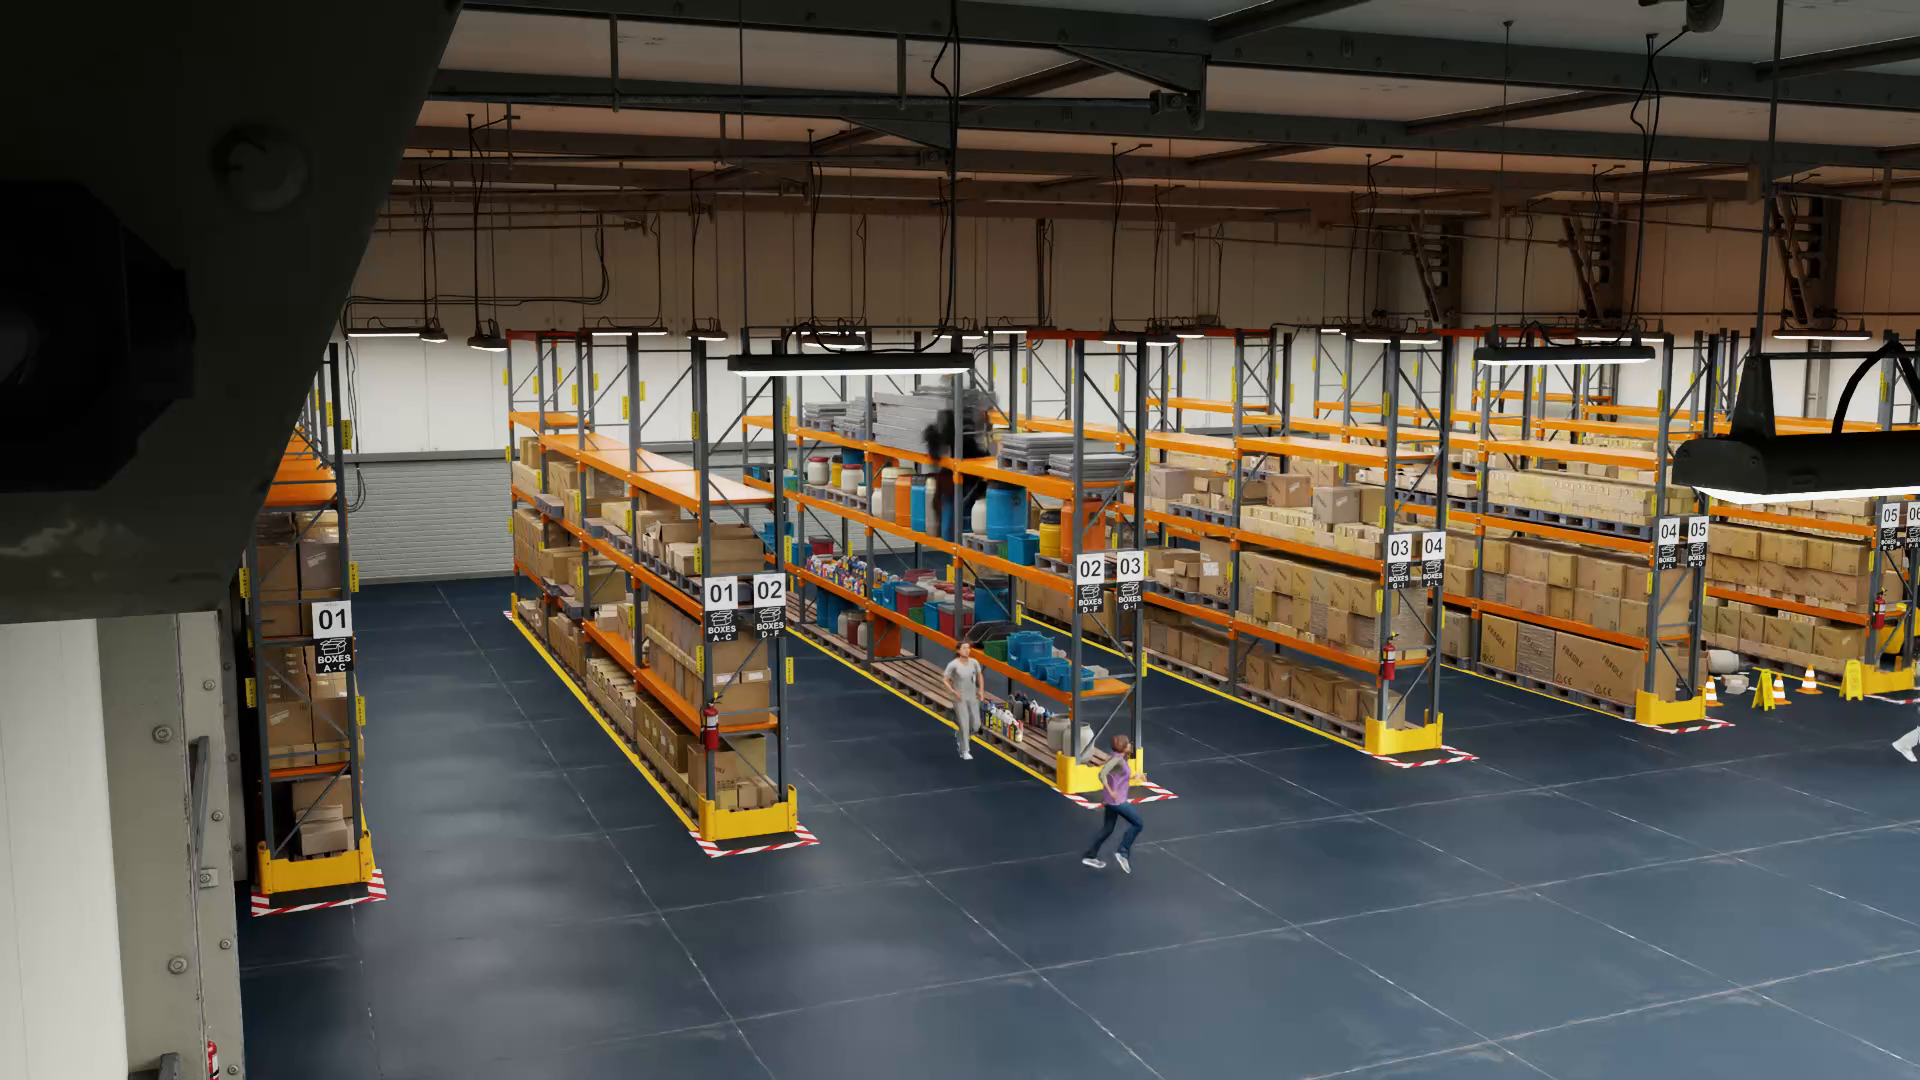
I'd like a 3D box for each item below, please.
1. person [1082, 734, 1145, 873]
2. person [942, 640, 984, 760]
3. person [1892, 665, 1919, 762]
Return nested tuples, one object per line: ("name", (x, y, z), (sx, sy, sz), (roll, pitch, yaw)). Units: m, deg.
("person", (1.747, 2.988, 18.912), (0.721, 1.597, 0.521), (0, 8, -2))
("person", (0.044, 2.156, 22.648), (0.609, 1.633, 0.536), (-4, 9, -26))
("person", (13.686, 2.267, 23.252), (1.057, 1.773, 0.699), (4, 9, 27))
